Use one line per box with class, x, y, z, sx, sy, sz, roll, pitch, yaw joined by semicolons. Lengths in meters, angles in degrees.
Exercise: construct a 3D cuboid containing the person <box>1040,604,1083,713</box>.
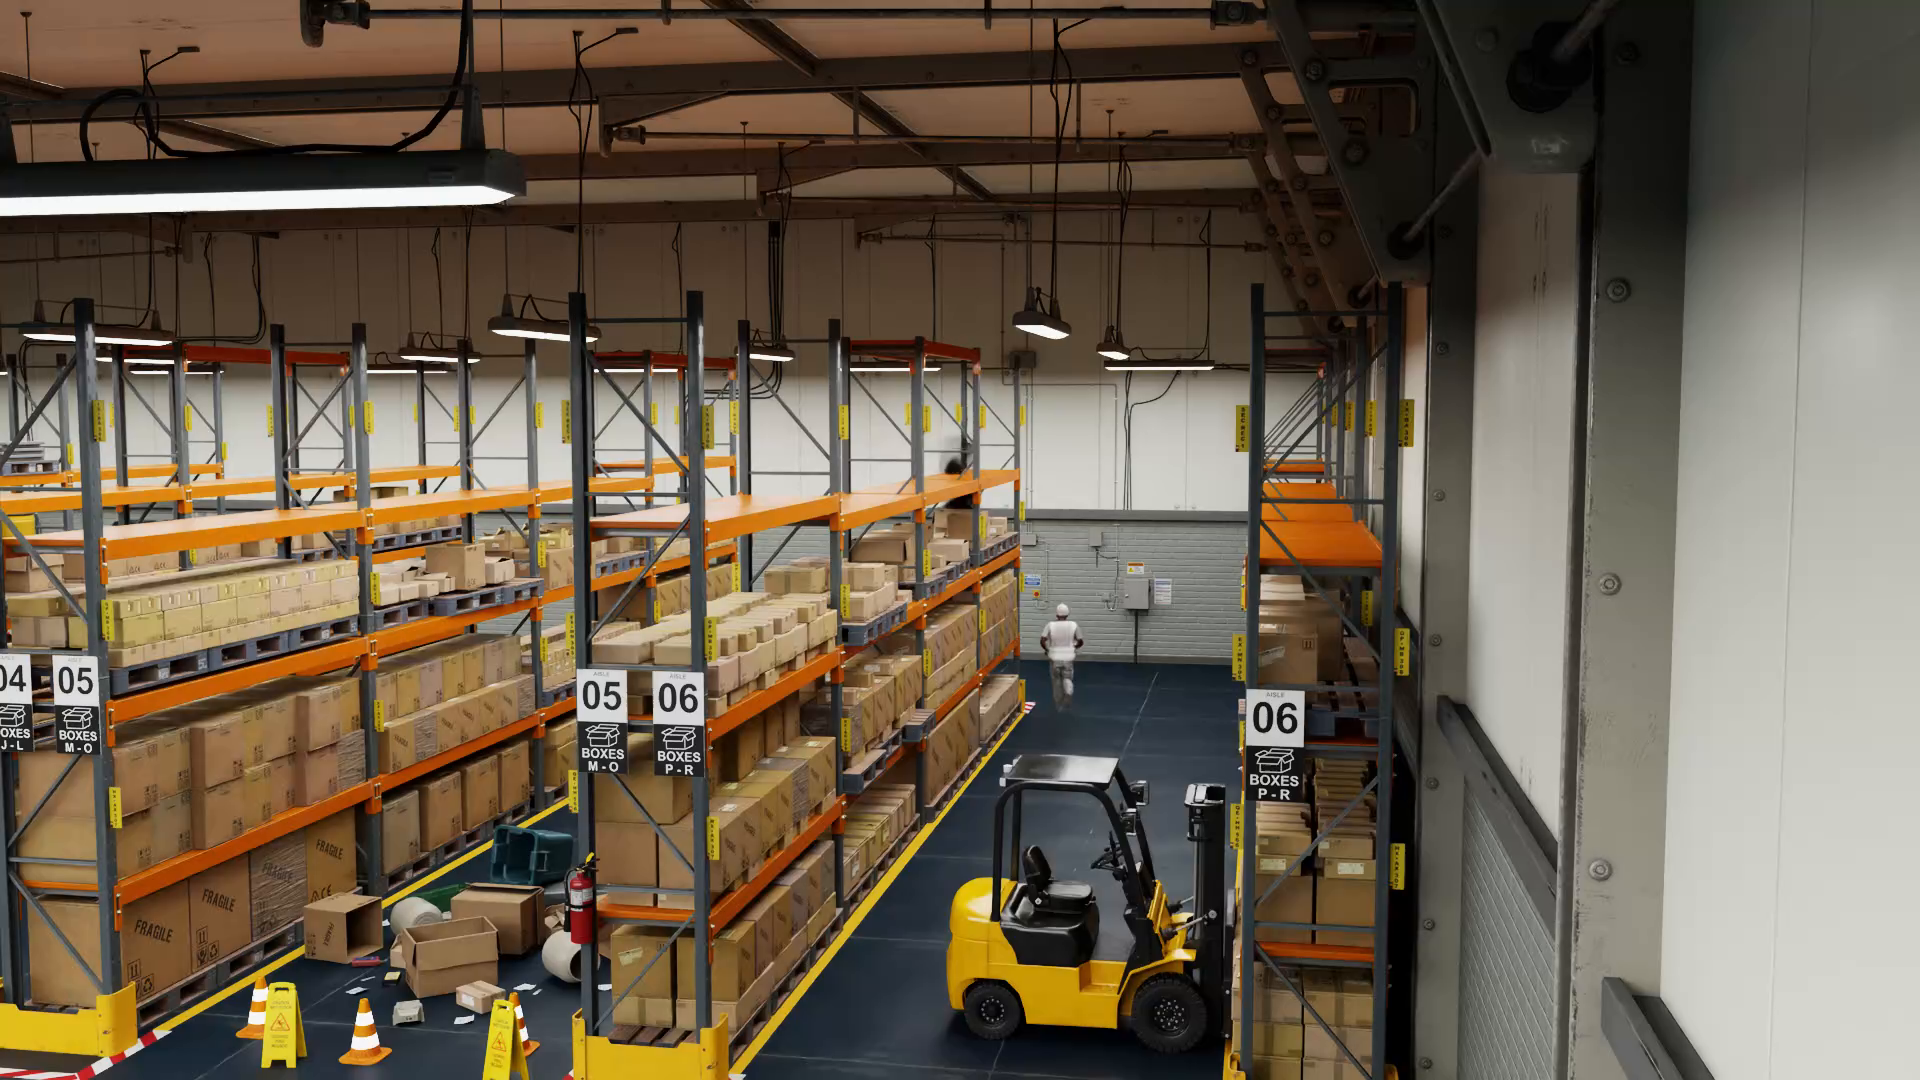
person;1.604;1.888;26.307;0.682;1.765;0.758;0;5;0
